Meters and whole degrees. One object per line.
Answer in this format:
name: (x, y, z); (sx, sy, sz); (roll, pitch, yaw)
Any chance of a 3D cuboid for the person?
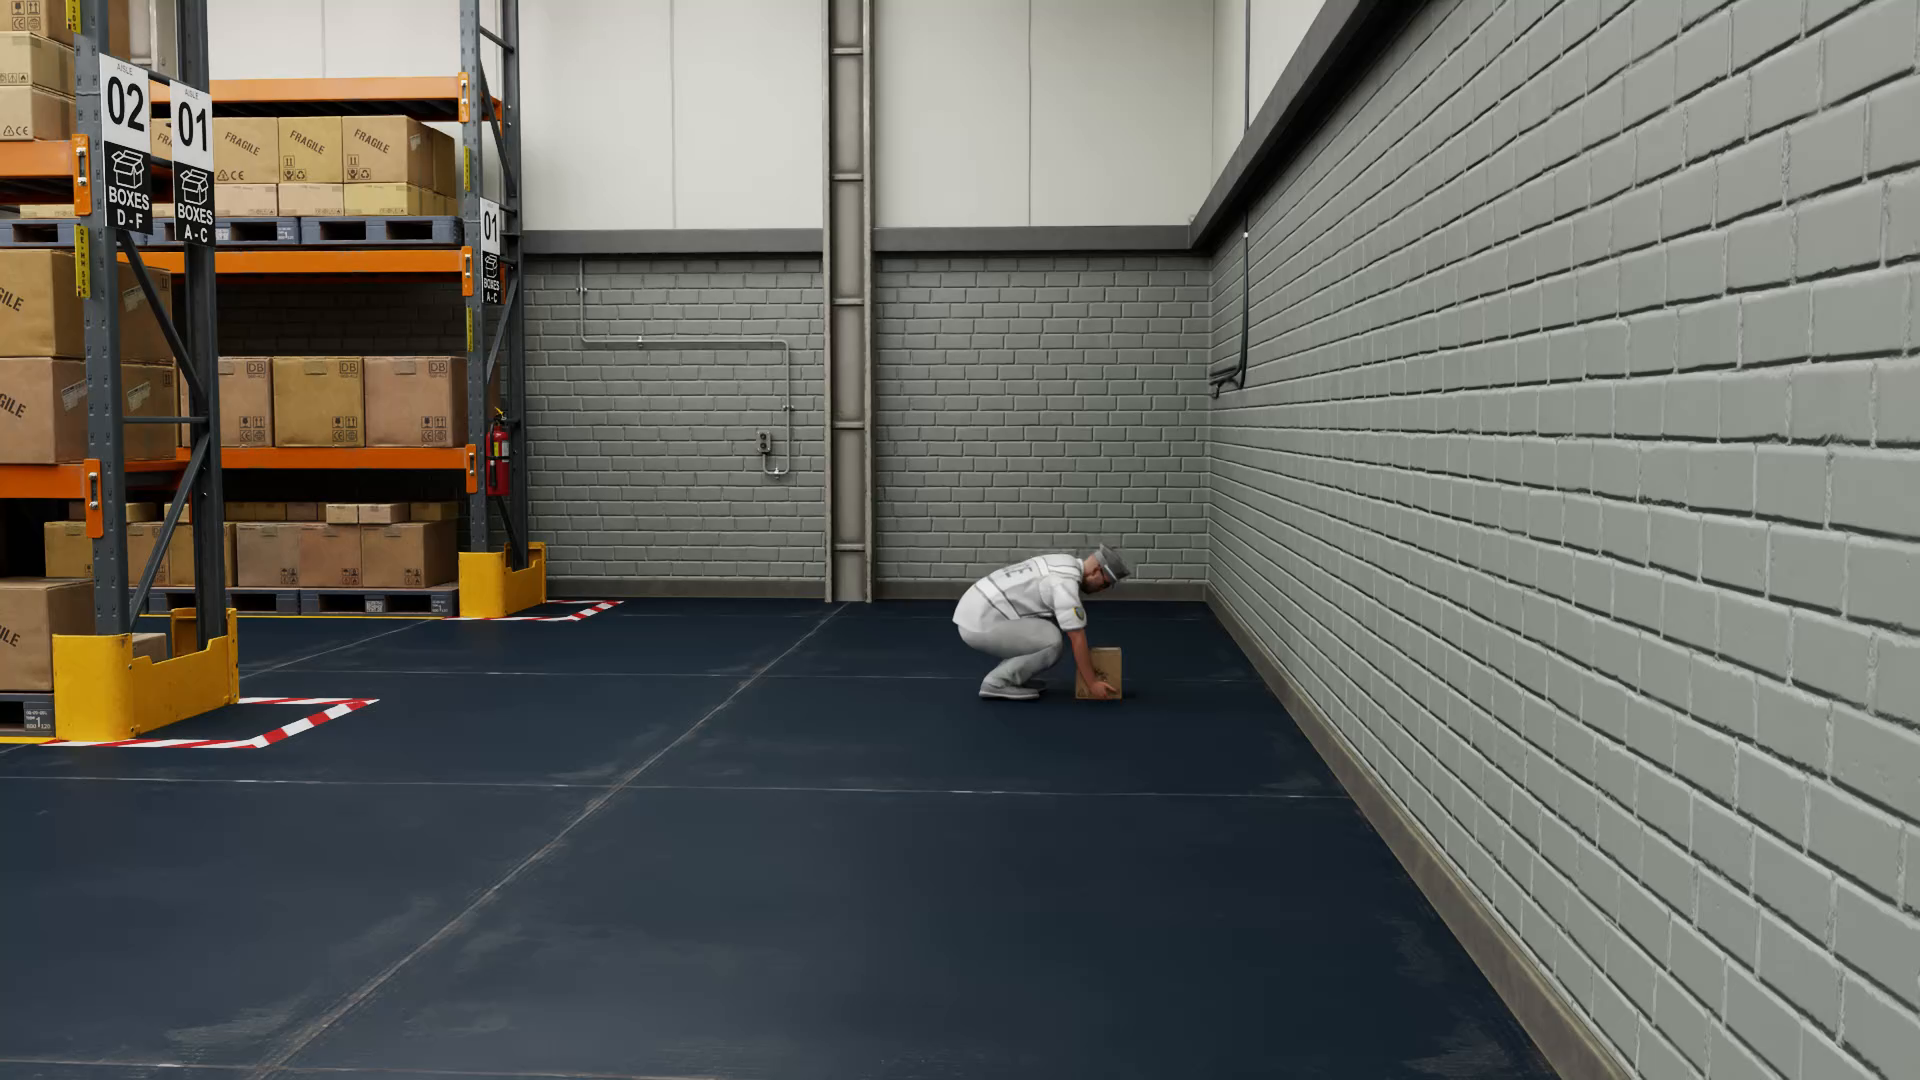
person: (0.450, 0.465, 9.120); (0.972, 0.899, 0.549); (0, 4, 3)
